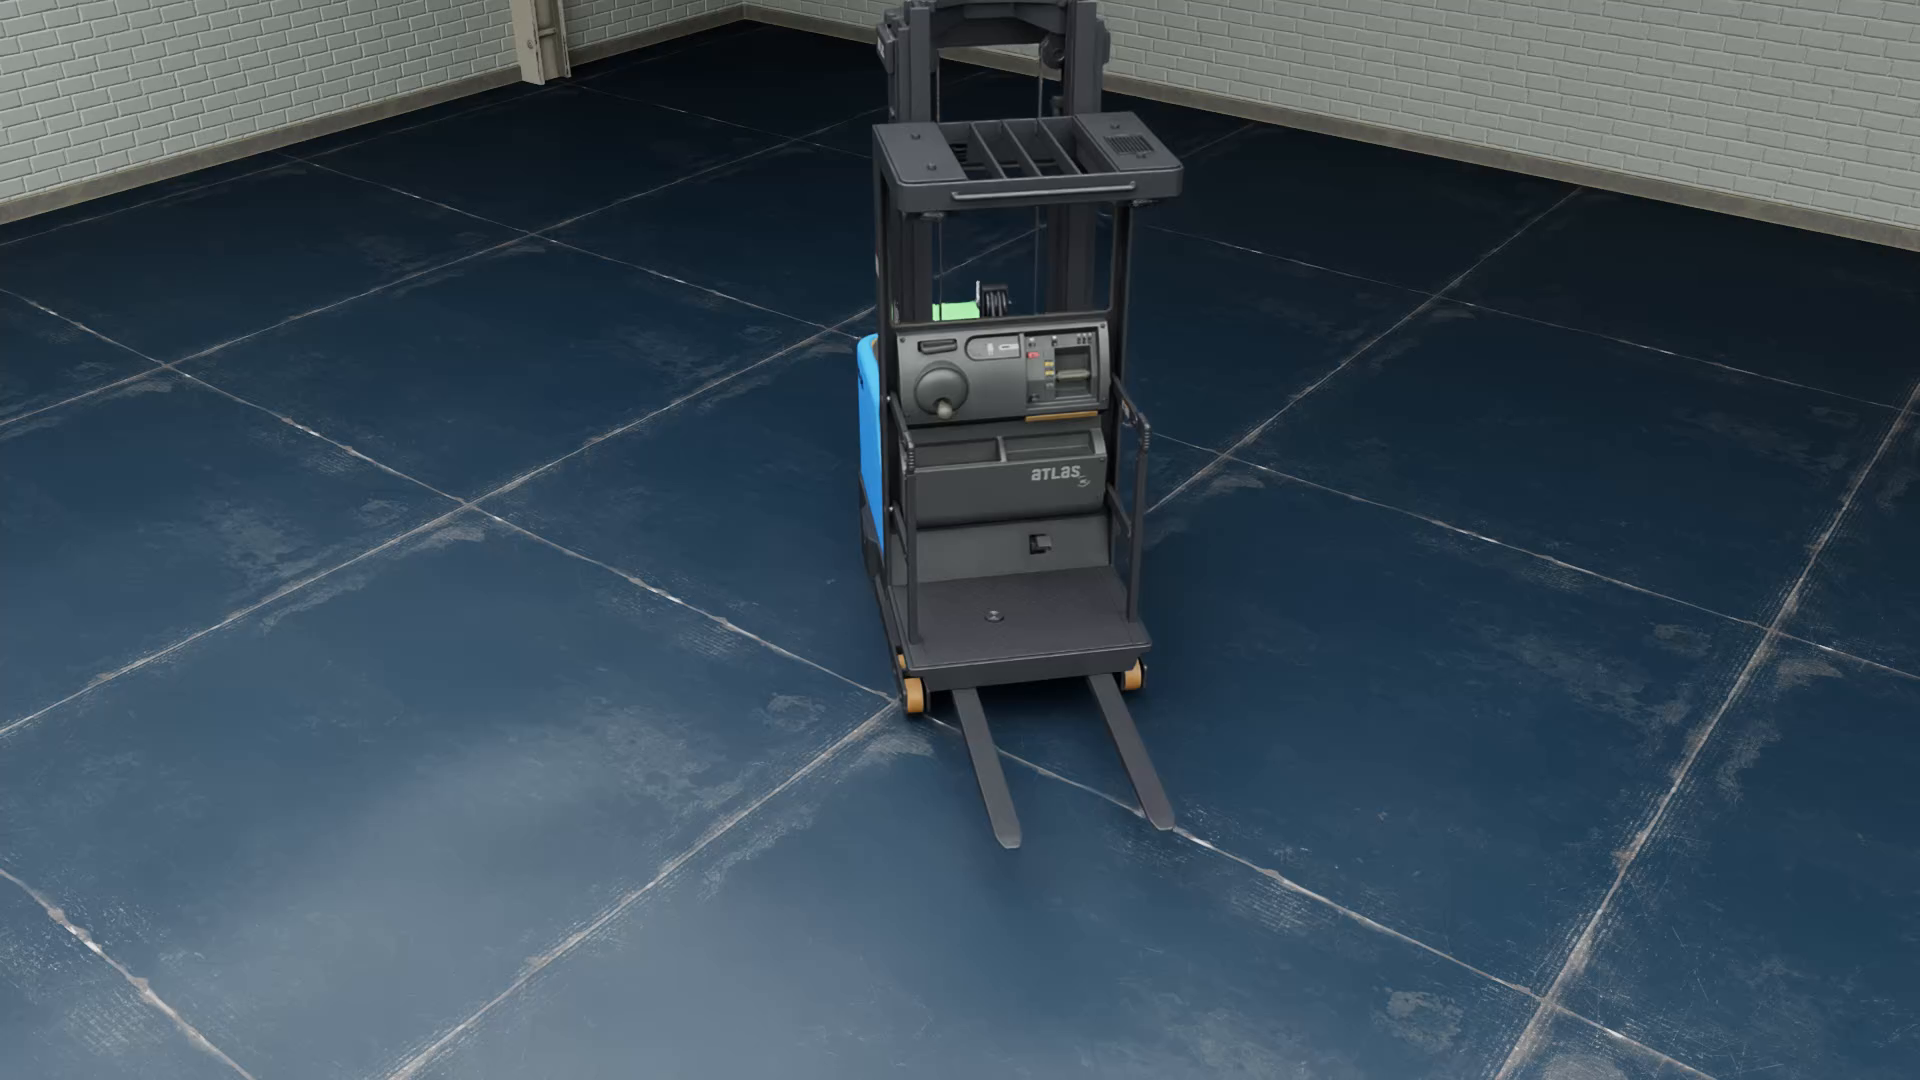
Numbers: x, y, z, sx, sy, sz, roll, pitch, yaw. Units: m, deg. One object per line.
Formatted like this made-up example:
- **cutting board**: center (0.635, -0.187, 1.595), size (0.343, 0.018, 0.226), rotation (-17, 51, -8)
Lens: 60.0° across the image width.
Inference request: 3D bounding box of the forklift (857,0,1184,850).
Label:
- **forklift**: center (0.232, -0.684, 7.029), size (1.130, 2.935, 3.031), rotation (-5, 31, -9)

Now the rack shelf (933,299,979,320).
- **rack shelf**: center (-0.128, -1.123, 8.652), size (0.480, 0.148, 0.258), rotation (-5, 31, -9)

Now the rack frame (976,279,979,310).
- **rack frame**: center (0.111, -0.788, 8.903), size (0.015, 1.200, 0.240), rotation (-5, 31, -9)

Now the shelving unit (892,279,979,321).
- **shelving unit**: center (-0.128, -0.765, 8.864), size (0.503, 1.200, 0.258), rotation (-5, 31, -9)

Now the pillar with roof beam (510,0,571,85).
- **pillar with roof beam**: center (-0.668, -7.121, 11.940), size (9.100, 9.000, 0.400), rotation (21, 37, 31)
